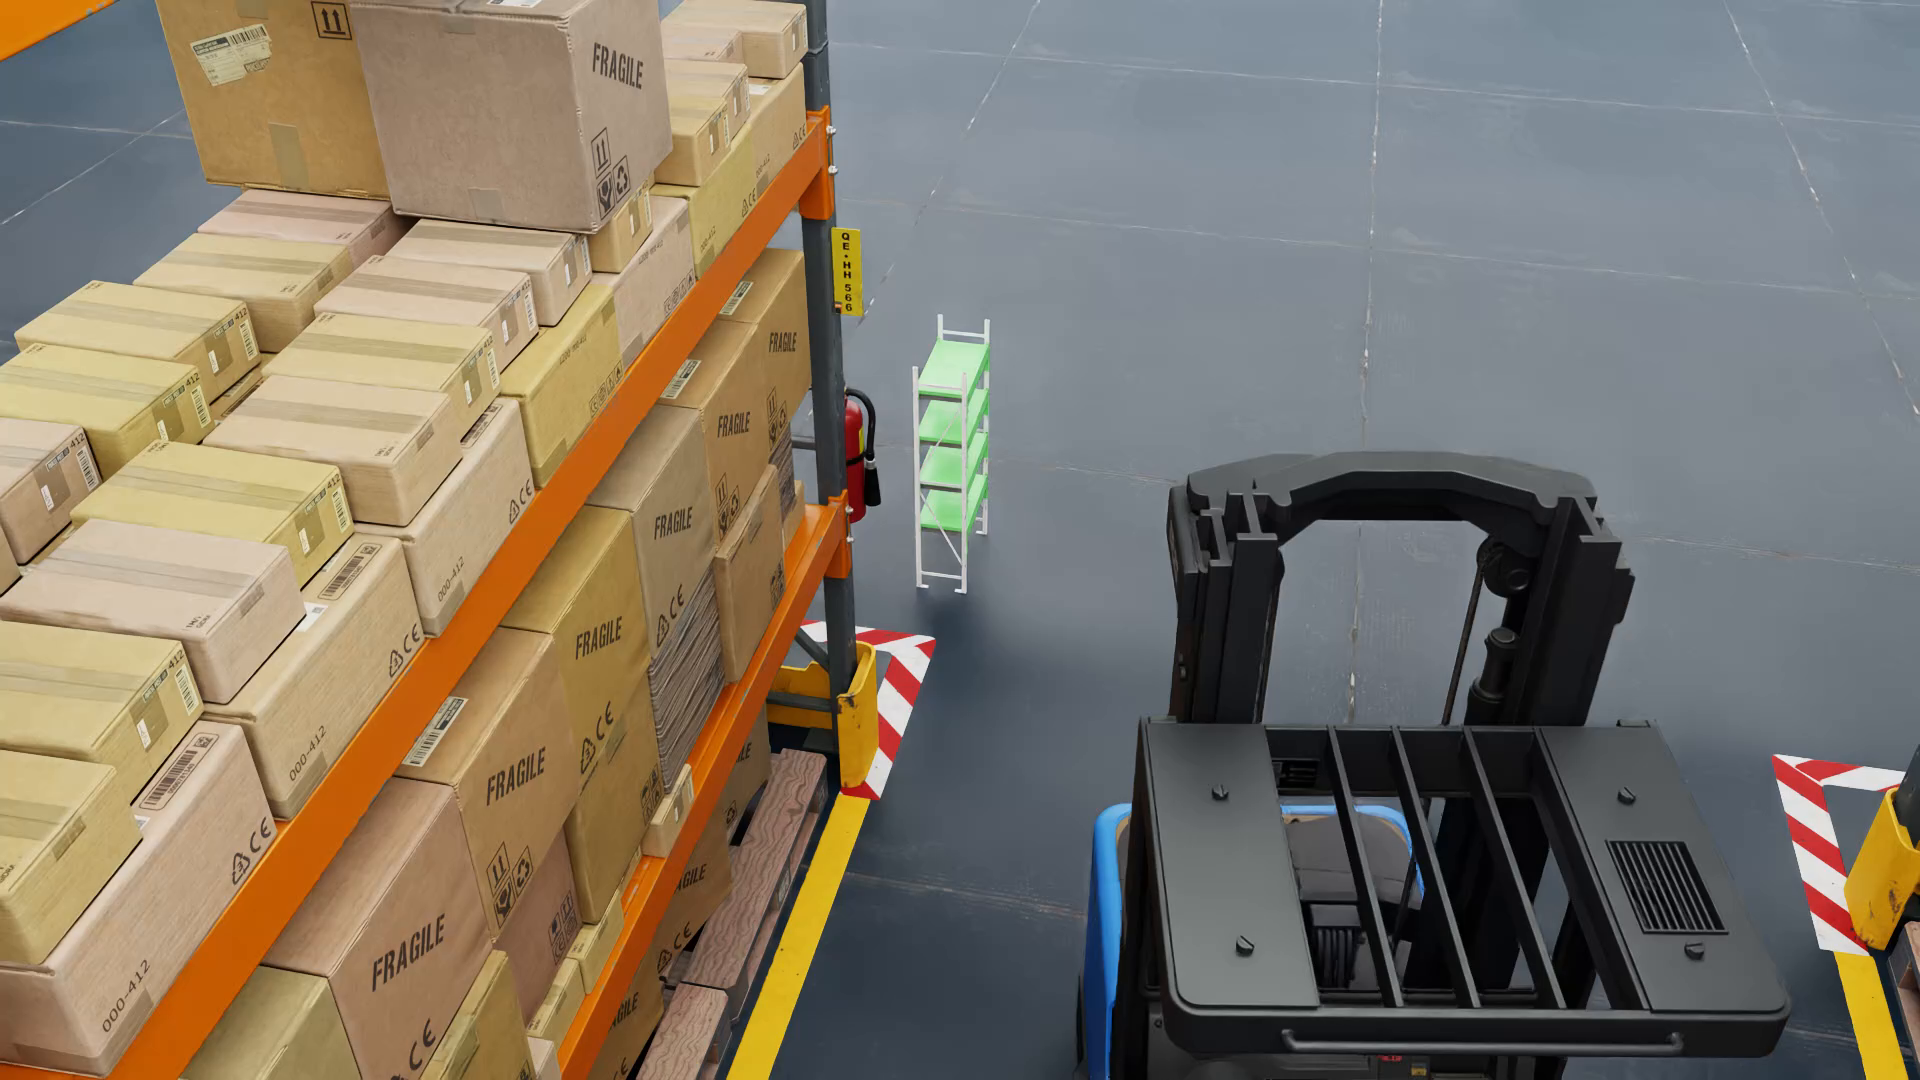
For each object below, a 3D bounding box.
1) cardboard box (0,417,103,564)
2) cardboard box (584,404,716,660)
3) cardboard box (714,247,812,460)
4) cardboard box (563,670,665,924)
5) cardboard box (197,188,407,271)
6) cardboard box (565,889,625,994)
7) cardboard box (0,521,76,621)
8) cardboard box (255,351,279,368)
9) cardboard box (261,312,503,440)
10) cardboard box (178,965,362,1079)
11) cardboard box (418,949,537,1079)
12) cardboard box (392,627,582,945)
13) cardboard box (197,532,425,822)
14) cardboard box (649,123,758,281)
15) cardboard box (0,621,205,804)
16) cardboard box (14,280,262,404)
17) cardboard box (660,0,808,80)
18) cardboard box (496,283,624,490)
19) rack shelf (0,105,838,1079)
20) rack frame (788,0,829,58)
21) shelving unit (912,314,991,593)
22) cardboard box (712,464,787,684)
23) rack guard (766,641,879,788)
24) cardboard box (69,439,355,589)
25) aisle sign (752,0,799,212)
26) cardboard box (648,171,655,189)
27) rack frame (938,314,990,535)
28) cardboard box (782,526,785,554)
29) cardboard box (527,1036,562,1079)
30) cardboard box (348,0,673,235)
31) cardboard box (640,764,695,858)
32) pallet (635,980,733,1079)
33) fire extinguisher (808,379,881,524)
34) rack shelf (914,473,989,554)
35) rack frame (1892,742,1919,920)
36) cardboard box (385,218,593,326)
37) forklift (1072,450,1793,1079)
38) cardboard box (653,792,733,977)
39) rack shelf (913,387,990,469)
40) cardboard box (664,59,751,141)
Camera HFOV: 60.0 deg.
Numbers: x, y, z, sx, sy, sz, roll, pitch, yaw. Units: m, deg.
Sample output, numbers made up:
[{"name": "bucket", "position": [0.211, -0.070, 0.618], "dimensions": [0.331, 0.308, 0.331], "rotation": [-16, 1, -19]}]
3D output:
[{"name": "cardboard box", "position": [-1.842, -0.104, 3.070], "dimensions": [0.380, 0.149, 0.250], "rotation": [6, 36, 9]}, {"name": "cardboard box", "position": [-1.010, -0.048, 4.569], "dimensions": [0.500, 0.500, 0.500], "rotation": [7, 37, 10]}, {"name": "cardboard box", "position": [-0.800, -0.621, 5.361], "dimensions": [0.500, 0.500, 0.500], "rotation": [7, 37, 10]}, {"name": "cardboard box", "position": [-1.325, 0.617, 4.504], "dimensions": [0.875, 0.500, 0.500], "rotation": [7, 37, 10]}, {"name": "cardboard box", "position": [-1.527, -0.698, 3.889], "dimensions": [0.380, 0.149, 0.250], "rotation": [7, 37, 9]}, {"name": "cardboard box", "position": [-1.131, 1.046, 4.465], "dimensions": [0.380, 0.149, 0.250], "rotation": [7, 37, 10]}, {"name": "cardboard box", "position": [-1.814, 0.145, 3.065], "dimensions": [0.500, 0.250, 0.500], "rotation": [8, 37, 11]}, {"name": "cardboard box", "position": [-1.599, -0.433, 3.863], "dimensions": [0.500, 0.250, 0.500], "rotation": [8, 37, 11]}, {"name": "cardboard box", "position": [-1.166, -0.324, 3.373], "dimensions": [0.380, 0.149, 0.250], "rotation": [7, 36, 9]}, {"name": "cardboard box", "position": [-1.433, 1.099, 2.986], "dimensions": [0.500, 0.500, 0.500], "rotation": [7, 37, 10]}, {"name": "cardboard box", "position": [-1.480, 1.198, 3.702], "dimensions": [0.875, 0.500, 0.500], "rotation": [7, 37, 10]}, {"name": "cardboard box", "position": [-1.221, 0.526, 3.778], "dimensions": [0.500, 0.500, 0.500], "rotation": [7, 37, 10]}, {"name": "cardboard box", "position": [-1.324, 0.208, 2.979], "dimensions": [0.500, 0.250, 0.500], "rotation": [7, 37, 10]}, {"name": "cardboard box", "position": [-0.882, -0.961, 4.592], "dimensions": [0.500, 0.250, 0.500], "rotation": [8, 37, 10]}, {"name": "cardboard box", "position": [-1.417, 0.267, 2.557], "dimensions": [0.380, 0.149, 0.250], "rotation": [6, 36, 8]}, {"name": "cardboard box", "position": [-1.714, -0.403, 3.482], "dimensions": [0.380, 0.149, 0.250], "rotation": [9, 37, 12]}, {"name": "cardboard box", "position": [-0.678, -1.519, 5.022], "dimensions": [0.380, 0.149, 0.250], "rotation": [7, 37, 10]}, {"name": "cardboard box", "position": [-1.102, -0.379, 3.789], "dimensions": [0.500, 0.250, 0.500], "rotation": [7, 36, 9]}, {"name": "rack shelf", "position": [-1.351, -0.179, 3.997], "dimensions": [1.077, 0.370, 4.000], "rotation": [7, 37, 10]}, {"name": "rack frame", "position": [-0.924, -2.831, 4.488], "dimensions": [1.000, 3.000, 0.127], "rotation": [7, 37, 10]}, {"name": "shelving unit", "position": [-0.035, -0.391, 7.767], "dimensions": [0.258, 1.200, 0.503], "rotation": [7, 37, 10]}, {"name": "cardboard box", "position": [-1.057, 0.051, 5.285], "dimensions": [0.875, 0.500, 0.500], "rotation": [7, 37, 10]}, {"name": "rack guard", "position": [-0.940, 0.654, 6.922], "dimensions": [1.175, 0.500, 0.348], "rotation": [7, 37, 10]}, {"name": "cardboard box", "position": [-1.328, -0.032, 2.970], "dimensions": [0.380, 0.149, 0.250], "rotation": [8, 37, 11]}, {"name": "aisle sign", "position": [-0.617, -1.452, 5.483], "dimensions": [0.394, 0.787, 0.004], "rotation": [7, 37, 10]}, {"name": "cardboard box", "position": [-1.004, -0.941, 4.224], "dimensions": [0.380, 0.149, 0.250], "rotation": [8, 37, 11]}, {"name": "rack frame", "position": [0.017, -0.531, 7.960], "dimensions": [0.240, 1.200, 0.015], "rotation": [7, 37, 10]}, {"name": "cardboard box", "position": [-0.837, 0.032, 5.863], "dimensions": [0.380, 0.149, 0.250], "rotation": [7, 37, 10]}, {"name": "cardboard box", "position": [-1.208, 1.336, 4.064], "dimensions": [0.380, 0.149, 0.250], "rotation": [7, 37, 10]}, {"name": "cardboard box", "position": [-1.007, -1.059, 3.835], "dimensions": [0.500, 0.500, 0.500], "rotation": [7, 37, 10]}, {"name": "cardboard box", "position": [-1.001, 0.762, 4.856], "dimensions": [0.380, 0.149, 0.250], "rotation": [7, 37, 10]}, {"name": "pallet", "position": [-1.411, 1.929, 5.408], "dimensions": [1.003, 0.211, 1.213], "rotation": [7, 37, 10]}, {"name": "fire extinguisher", "position": [-0.449, -0.378, 6.282], "dimensions": [0.296, 0.674, 0.183], "rotation": [7, 37, 10]}, {"name": "rack shelf", "position": [-0.035, -0.145, 7.945], "dimensions": [0.258, 0.148, 0.480], "rotation": [7, 37, 10]}, {"name": "rack frame", "position": [3.915, 0.219, 5.392], "dimensions": [1.000, 3.000, 0.127], "rotation": [7, 37, 10]}, {"name": "cardboard box", "position": [-1.067, -0.623, 3.785], "dimensions": [0.380, 0.149, 0.250], "rotation": [6, 36, 8]}, {"name": "forklift", "position": [0.915, 1.383, 3.844], "dimensions": [1.130, 2.935, 3.031], "rotation": [0, 36, 1]}, {"name": "cardboard box", "position": [-1.167, 1.143, 5.889], "dimensions": [0.500, 0.500, 0.500], "rotation": [17, 39, 22]}, {"name": "rack shelf", "position": [-0.035, -0.534, 7.664], "dimensions": [0.258, 0.148, 0.480], "rotation": [7, 37, 10]}, {"name": "cardboard box", "position": [-0.799, -1.214, 4.601], "dimensions": [0.380, 0.149, 0.250], "rotation": [6, 36, 8]}]
